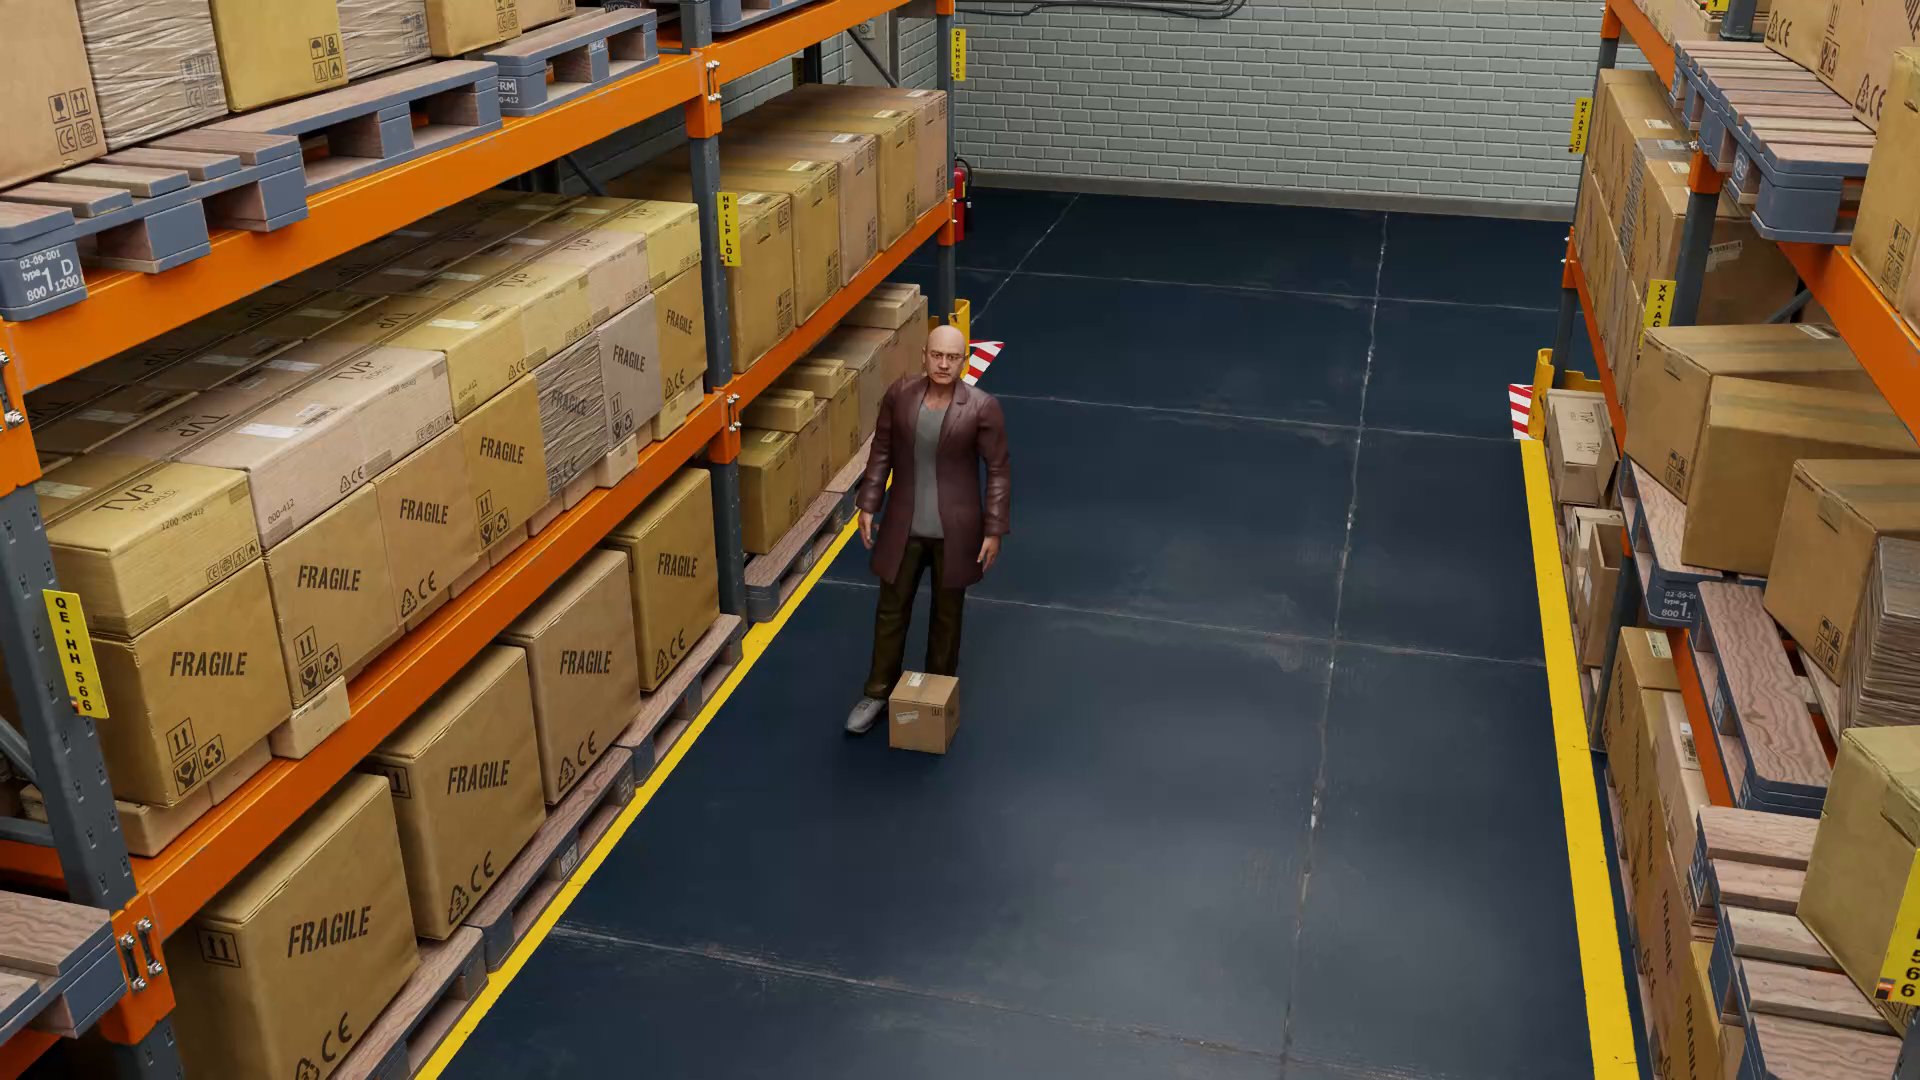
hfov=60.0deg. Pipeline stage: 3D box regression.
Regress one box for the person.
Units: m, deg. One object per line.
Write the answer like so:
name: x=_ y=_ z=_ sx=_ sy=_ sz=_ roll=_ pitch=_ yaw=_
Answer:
person: x=-0.140 y=-0.021 z=7.150 sx=0.694 sy=1.776 sz=0.582 roll=6 pitch=26 yaw=14
